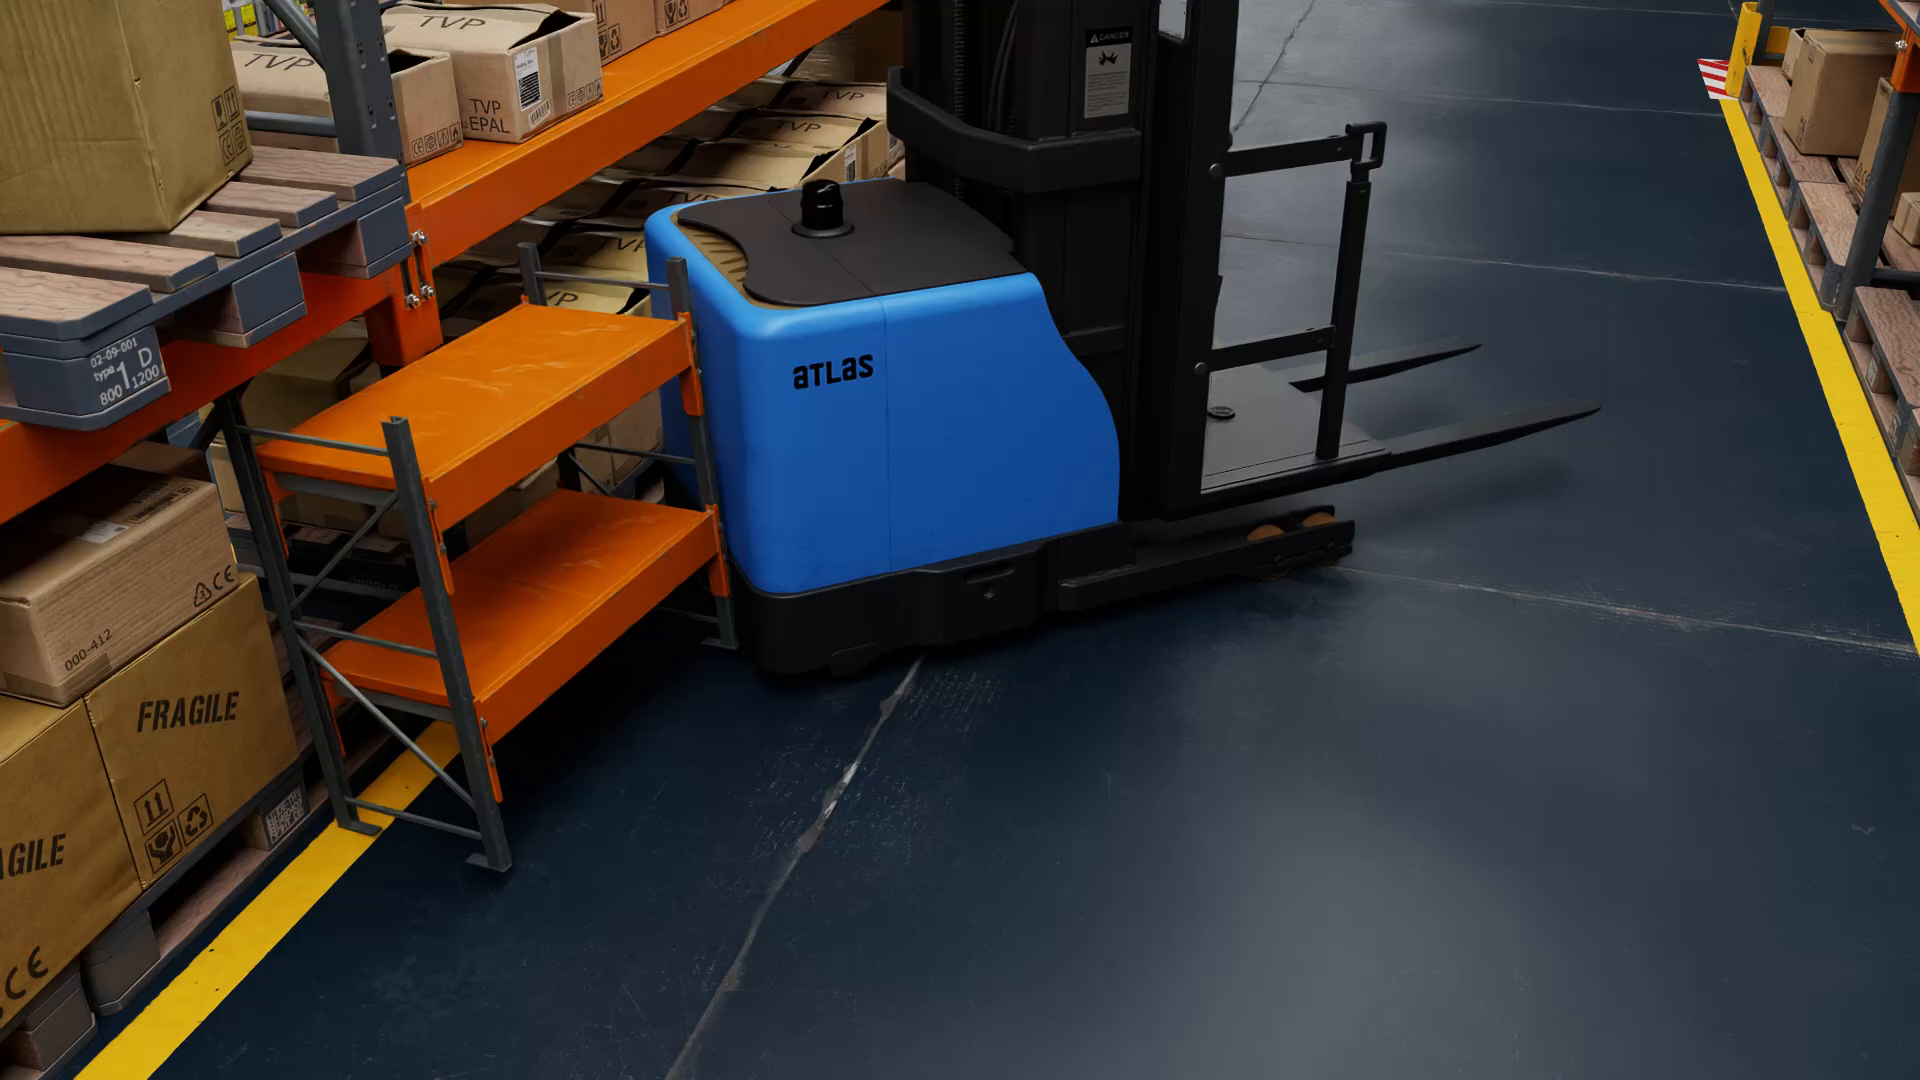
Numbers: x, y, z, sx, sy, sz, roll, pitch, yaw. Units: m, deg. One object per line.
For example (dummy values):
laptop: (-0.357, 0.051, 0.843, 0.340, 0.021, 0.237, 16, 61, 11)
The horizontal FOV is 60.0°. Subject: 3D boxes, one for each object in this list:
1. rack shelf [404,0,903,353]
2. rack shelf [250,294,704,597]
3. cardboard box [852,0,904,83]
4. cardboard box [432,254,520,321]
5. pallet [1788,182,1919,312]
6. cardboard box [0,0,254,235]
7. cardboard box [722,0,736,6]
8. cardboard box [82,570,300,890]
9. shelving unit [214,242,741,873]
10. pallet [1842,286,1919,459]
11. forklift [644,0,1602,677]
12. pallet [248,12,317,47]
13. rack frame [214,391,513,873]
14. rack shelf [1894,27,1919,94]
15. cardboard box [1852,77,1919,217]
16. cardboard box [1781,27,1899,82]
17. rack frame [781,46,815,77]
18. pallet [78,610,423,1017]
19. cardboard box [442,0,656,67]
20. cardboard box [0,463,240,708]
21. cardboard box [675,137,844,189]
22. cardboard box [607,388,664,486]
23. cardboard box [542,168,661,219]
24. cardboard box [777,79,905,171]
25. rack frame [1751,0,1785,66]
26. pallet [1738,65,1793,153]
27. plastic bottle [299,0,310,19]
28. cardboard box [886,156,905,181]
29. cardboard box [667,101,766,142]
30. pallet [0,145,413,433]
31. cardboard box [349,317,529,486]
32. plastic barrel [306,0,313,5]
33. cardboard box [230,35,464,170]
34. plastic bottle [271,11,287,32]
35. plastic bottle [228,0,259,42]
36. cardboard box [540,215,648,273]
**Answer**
rack shelf: (-1.218, -1.620, 5.816, 1.077, 0.370, 4.000, 8, 30, 15)
rack shelf: (-1.105, -0.262, 3.921, 0.538, 0.278, 1.000, 9, 31, 23)
cardboard box: (-0.195, -2.344, 8.003, 0.500, 0.500, 0.500, 8, 30, 15)
cardboard box: (-1.740, -0.753, 5.337, 0.500, 0.311, 0.500, 8, 30, 14)
pallet: (4.269, -1.257, 7.292, 1.003, 0.211, 1.213, 8, 30, 15)
cardboard box: (-1.882, -0.923, 3.289, 0.700, 0.500, 0.500, -1, 29, -2)
cardboard box: (-1.026, -2.308, 6.210, 0.500, 0.500, 0.500, 11, 31, 18)
cardboard box: (-1.855, 0.364, 3.630, 0.500, 0.500, 0.500, 10, 31, 17)
shelving unit: (-1.088, -0.004, 4.058, 0.538, 1.125, 1.048, 9, 31, 23)
pallet: (3.879, -0.578, 6.071, 1.003, 0.211, 1.213, 8, 30, 15)
forklift: (0.647, -1.378, 4.712, 3.031, 2.935, 1.130, -12, 31, -21)
pallet: (-4.772, -3.228, 10.836, 1.003, 0.211, 1.213, 8, 30, 15)
rack frame: (-1.298, 0.224, 3.655, 0.500, 1.125, 0.032, 9, 31, 23)
rack shelf: (3.519, -0.915, 4.548, 1.077, 0.370, 4.000, 8, 30, 15)
cardboard box: (4.372, -1.746, 7.422, 0.500, 0.500, 0.500, 6, 30, 11)
cardboard box: (4.991, -2.726, 9.378, 0.500, 0.311, 0.500, 5, 30, 9)
rack frame: (-0.631, -2.863, 7.312, 1.000, 3.000, 0.127, 8, 30, 15)
pallet: (-2.060, 0.556, 4.034, 1.003, 0.211, 1.213, 8, 30, 15)
cardboard box: (-1.328, -1.830, 5.352, 0.500, 0.500, 0.500, 7, 30, 12)
cardboard box: (-1.867, 0.063, 3.399, 0.500, 0.250, 0.500, 10, 31, 17)
cardboard box: (-0.771, -1.387, 6.478, 0.500, 0.311, 0.500, 8, 30, 15)
cardboard box: (-1.224, -0.422, 5.319, 0.500, 0.250, 0.500, 8, 30, 13)
cardboard box: (-1.440, -1.219, 6.176, 0.500, 0.311, 0.500, 9, 30, 16)
cardboard box: (-0.476, -1.861, 7.330, 0.500, 0.311, 0.500, 8, 30, 15)
rack frame: (5.280, -4.017, 9.386, 1.000, 3.000, 0.127, 8, 30, 15)
pallet: (4.985, -2.391, 9.331, 1.003, 0.211, 1.213, 8, 30, 15)
plastic bottle: (-4.311, -3.484, 10.854, 0.097, 0.201, 0.097, 0, 29, 0)
cardboard box: (-0.475, -1.611, 7.457, 0.500, 0.250, 0.500, 8, 30, 14)
cardboard box: (-1.142, -1.702, 7.044, 0.500, 0.311, 0.500, 8, 30, 14)
pallet: (-1.937, -0.596, 3.433, 1.213, 0.211, 1.003, 8, 30, 15)
cardboard box: (-1.370, -0.433, 4.763, 0.500, 0.311, 0.500, 10, 30, 17)
plastic barrel: (-4.458, -3.978, 11.442, 0.421, 0.512, 0.421, 0, 29, 0)
cardboard box: (-1.656, -1.128, 4.285, 0.500, 0.311, 0.500, 10, 31, 18)
plastic bottle: (-4.411, -3.404, 10.632, 0.152, 0.276, 0.135, 9, 30, 15)
plastic bottle: (-4.496, -3.294, 10.359, 0.144, 0.351, 0.185, 10, 31, 17)
cardboard box: (-1.072, -0.915, 5.629, 0.500, 0.311, 0.500, 8, 30, 14)
